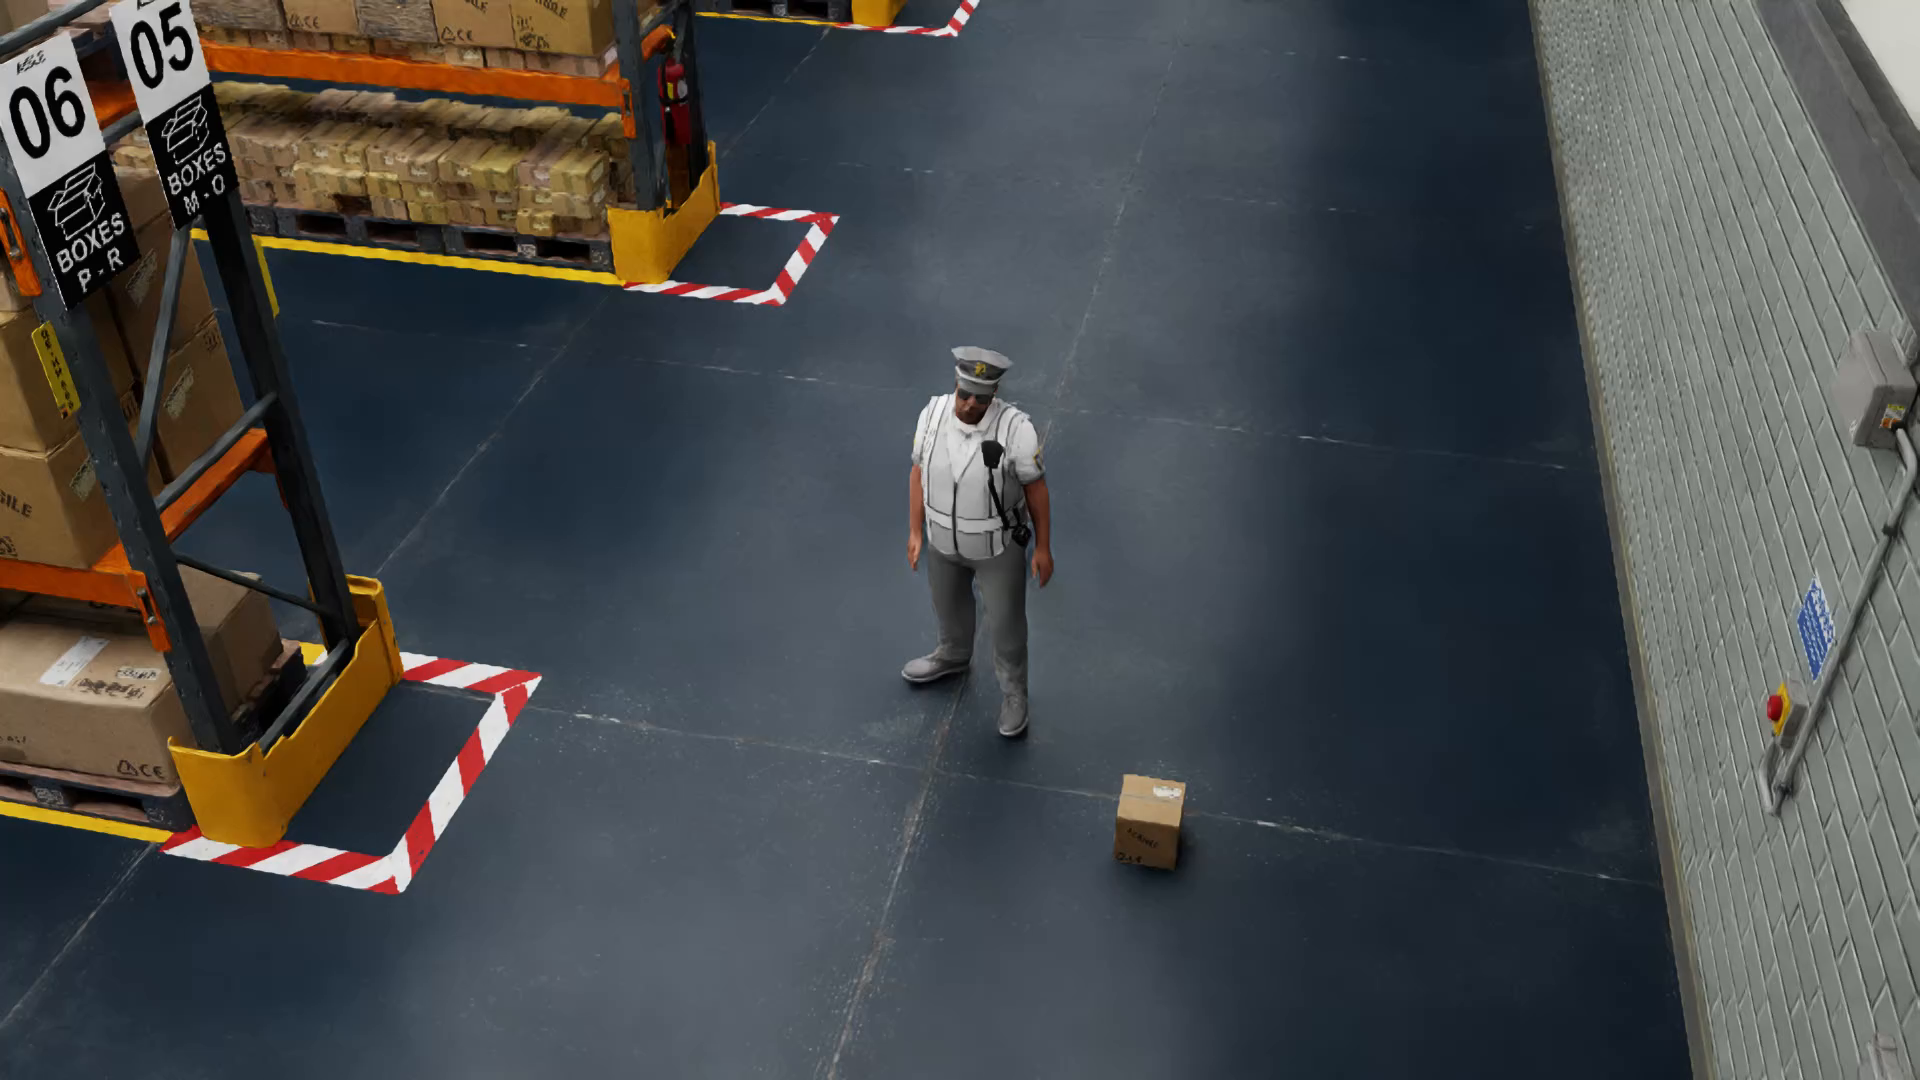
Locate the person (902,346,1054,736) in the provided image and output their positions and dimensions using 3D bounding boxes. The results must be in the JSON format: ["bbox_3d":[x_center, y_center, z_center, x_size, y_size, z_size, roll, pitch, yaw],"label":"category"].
[{"bbox_3d":[0.058,-0.019,6.939,0.691,1.770,0.398,16,39,21],"label":"person"}]
